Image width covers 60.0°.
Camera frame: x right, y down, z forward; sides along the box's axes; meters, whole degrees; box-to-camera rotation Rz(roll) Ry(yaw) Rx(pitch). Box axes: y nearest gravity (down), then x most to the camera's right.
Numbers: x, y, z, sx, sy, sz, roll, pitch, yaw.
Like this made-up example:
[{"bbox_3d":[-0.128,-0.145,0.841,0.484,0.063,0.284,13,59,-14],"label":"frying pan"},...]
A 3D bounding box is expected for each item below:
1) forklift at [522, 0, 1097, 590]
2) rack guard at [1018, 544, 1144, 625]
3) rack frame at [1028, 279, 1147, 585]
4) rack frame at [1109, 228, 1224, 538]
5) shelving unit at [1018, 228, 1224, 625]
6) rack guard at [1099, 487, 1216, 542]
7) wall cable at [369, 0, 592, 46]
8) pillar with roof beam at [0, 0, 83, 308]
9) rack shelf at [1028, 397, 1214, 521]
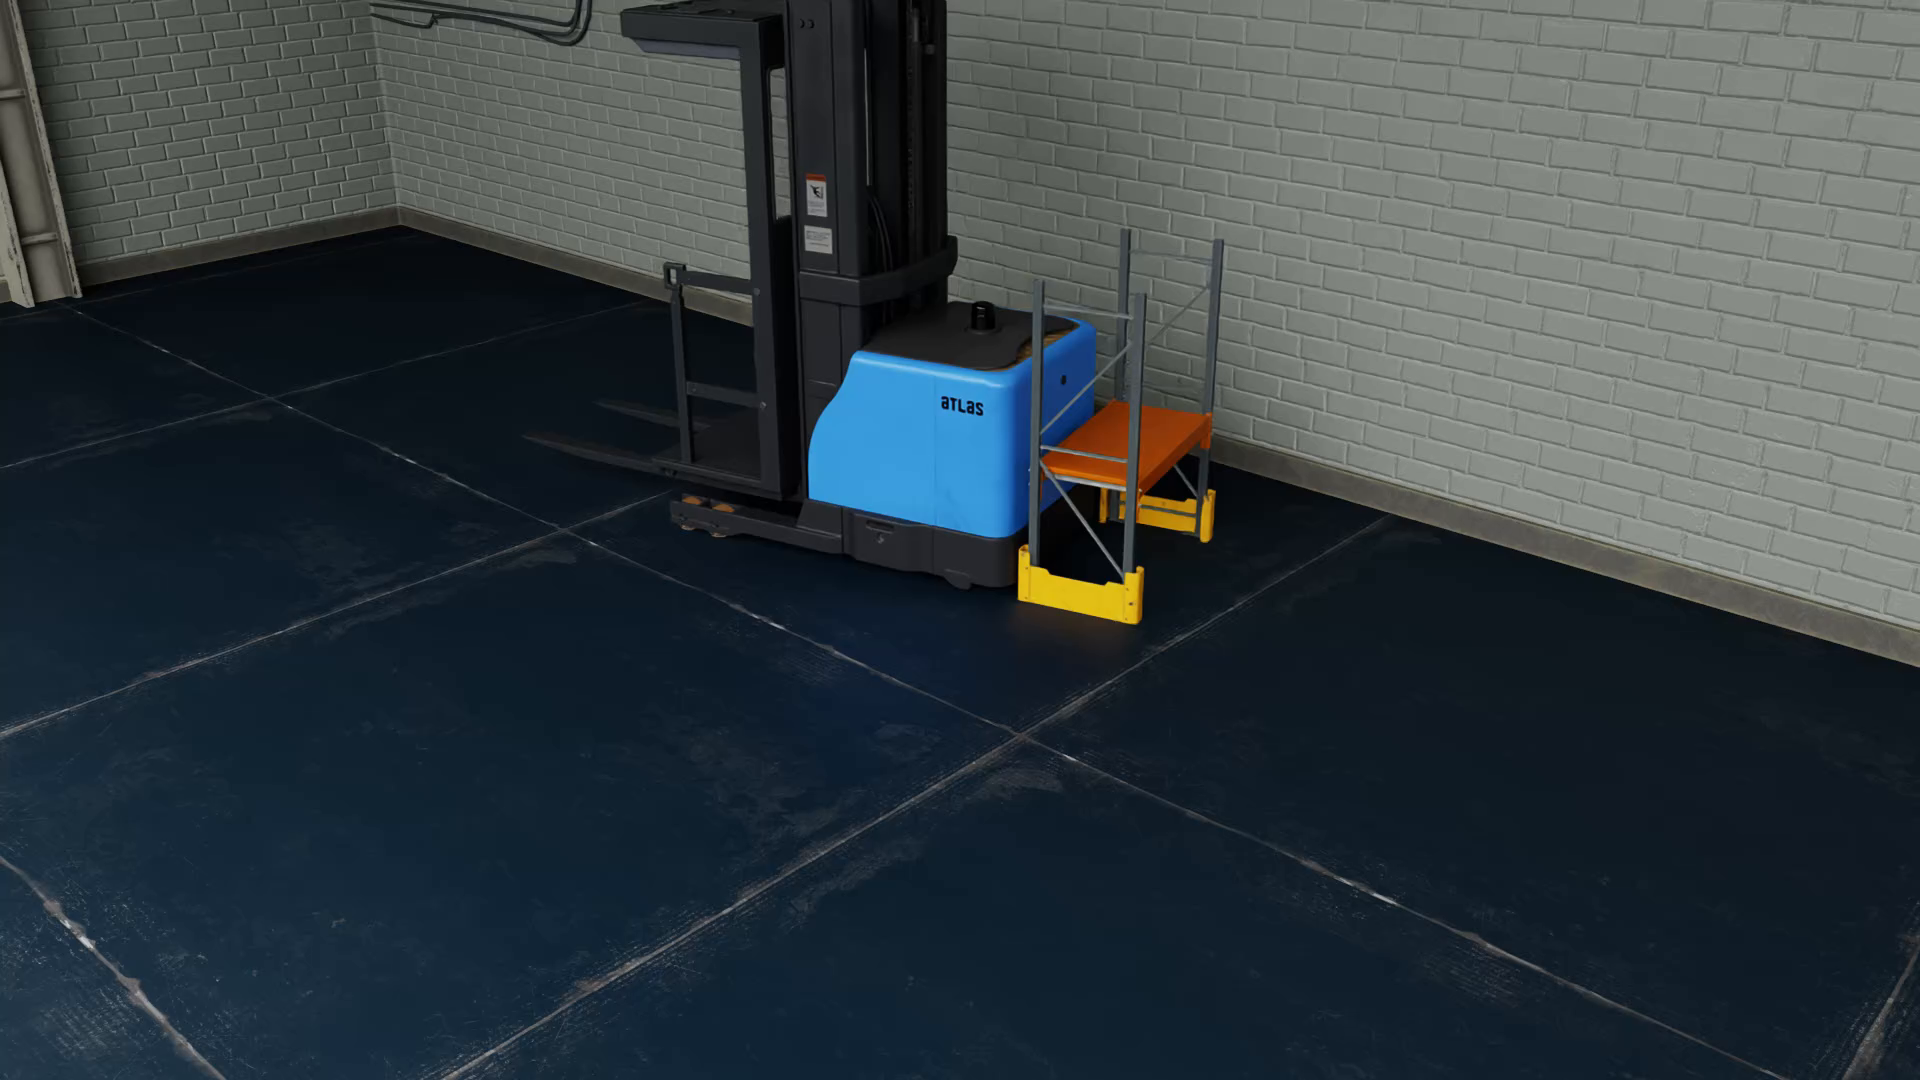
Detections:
[{"bbox_3d":[-0.875,-1.523,8.064,3.031,2.935,1.130,12,27,26],"label":"forklift"},{"bbox_3d":[0.541,0.198,7.503,0.587,0.250,0.087,11,27,24],"label":"rack guard"},{"bbox_3d":[0.540,-0.372,7.246,0.500,1.500,0.032,11,27,24],"label":"rack frame"},{"bbox_3d":[0.990,-0.745,8.078,0.500,1.500,0.032,11,27,24],"label":"rack frame"},{"bbox_3d":[0.761,-0.555,7.655,0.587,1.500,1.083,11,27,24],"label":"shelving unit"},{"bbox_3d":[0.982,-0.167,8.318,0.587,0.250,0.087,11,27,24],"label":"rack guard"},{"bbox_3d":[-3.751,-5.001,12.199,3.097,2.526,0.112,20,31,38],"label":"wall cable"},{"bbox_3d":[-3.496,-4.706,7.746,9.100,9.000,0.400,20,31,38],"label":"pillar with roof beam"},{"bbox_3d":[0.765,-0.394,7.736,0.538,0.185,1.000,11,27,24],"label":"rack shelf"}]
